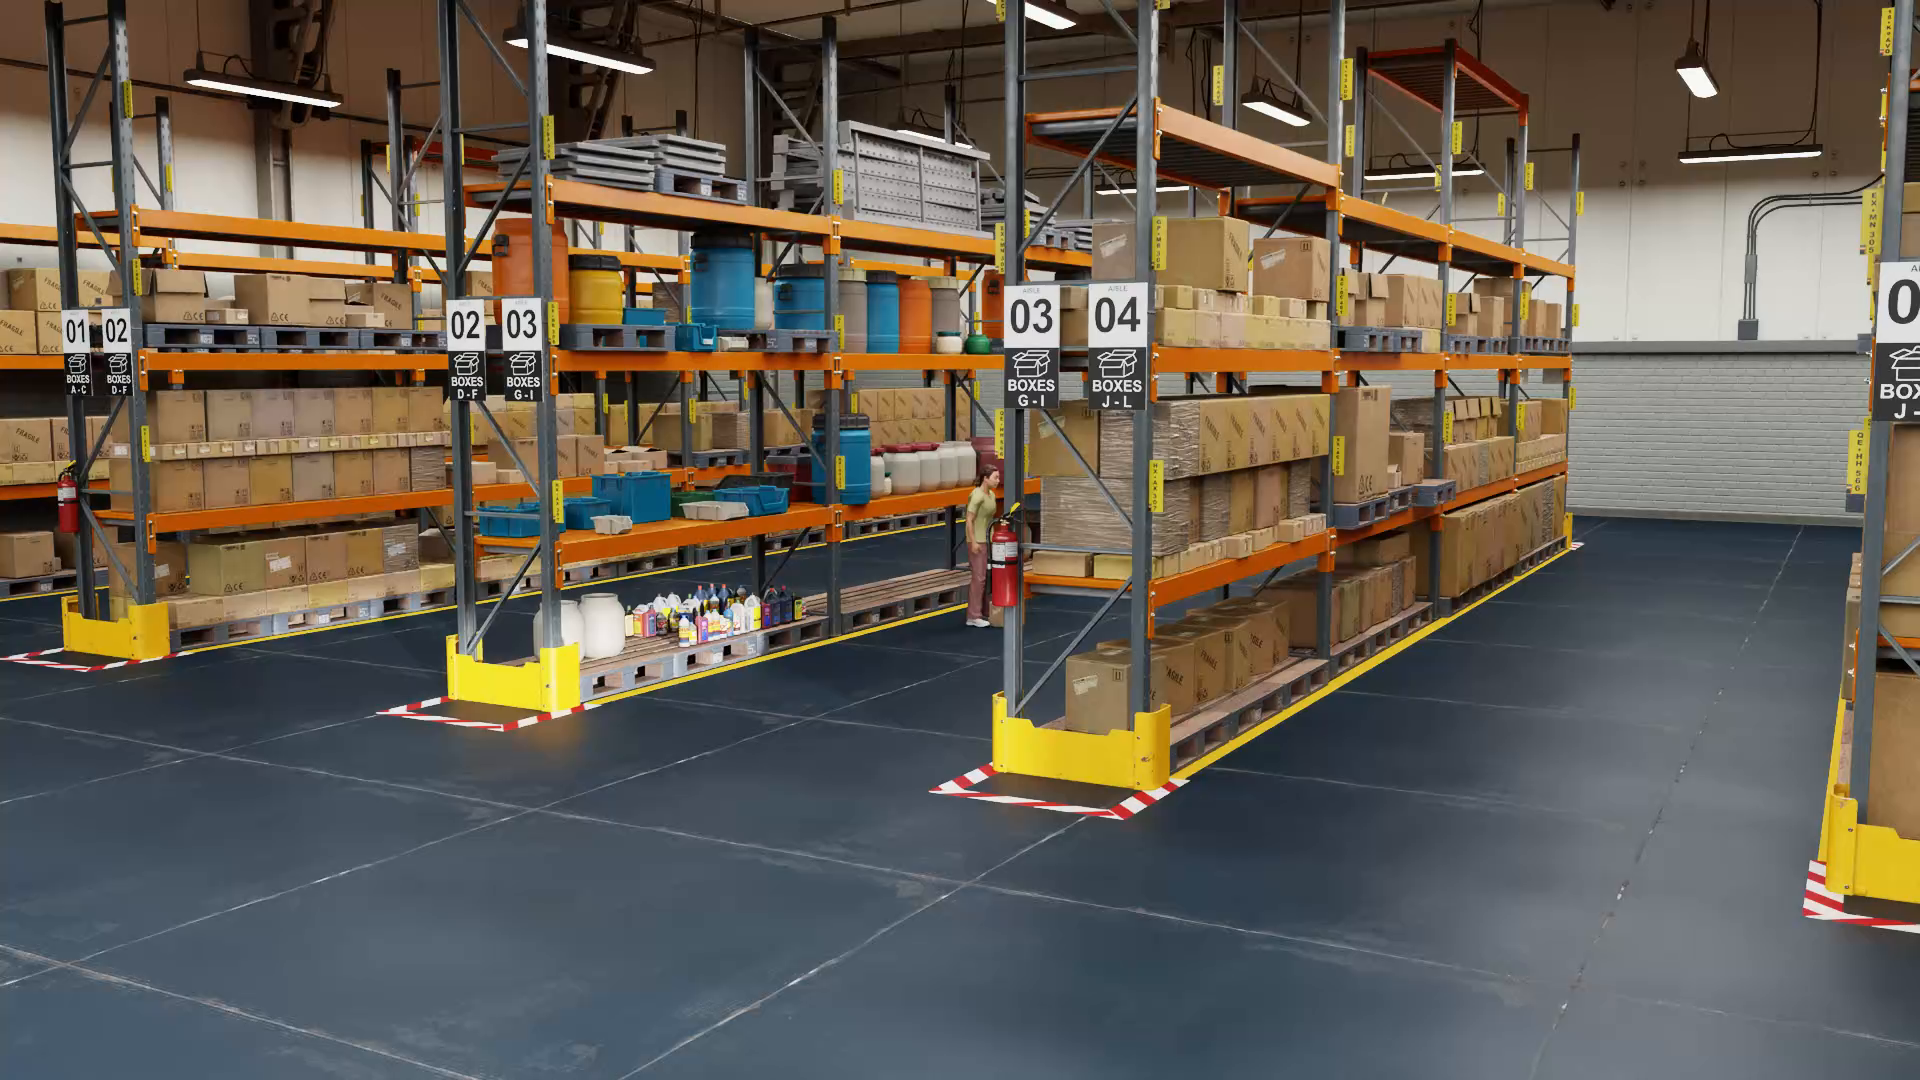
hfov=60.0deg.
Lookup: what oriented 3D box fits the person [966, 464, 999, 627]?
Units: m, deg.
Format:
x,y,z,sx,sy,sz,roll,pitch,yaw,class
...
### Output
x,y,z,sx,sy,sz,roll,pitch,yaw,class
0.251,0.043,17.274,0.354,1.673,0.499,3,7,28,person
